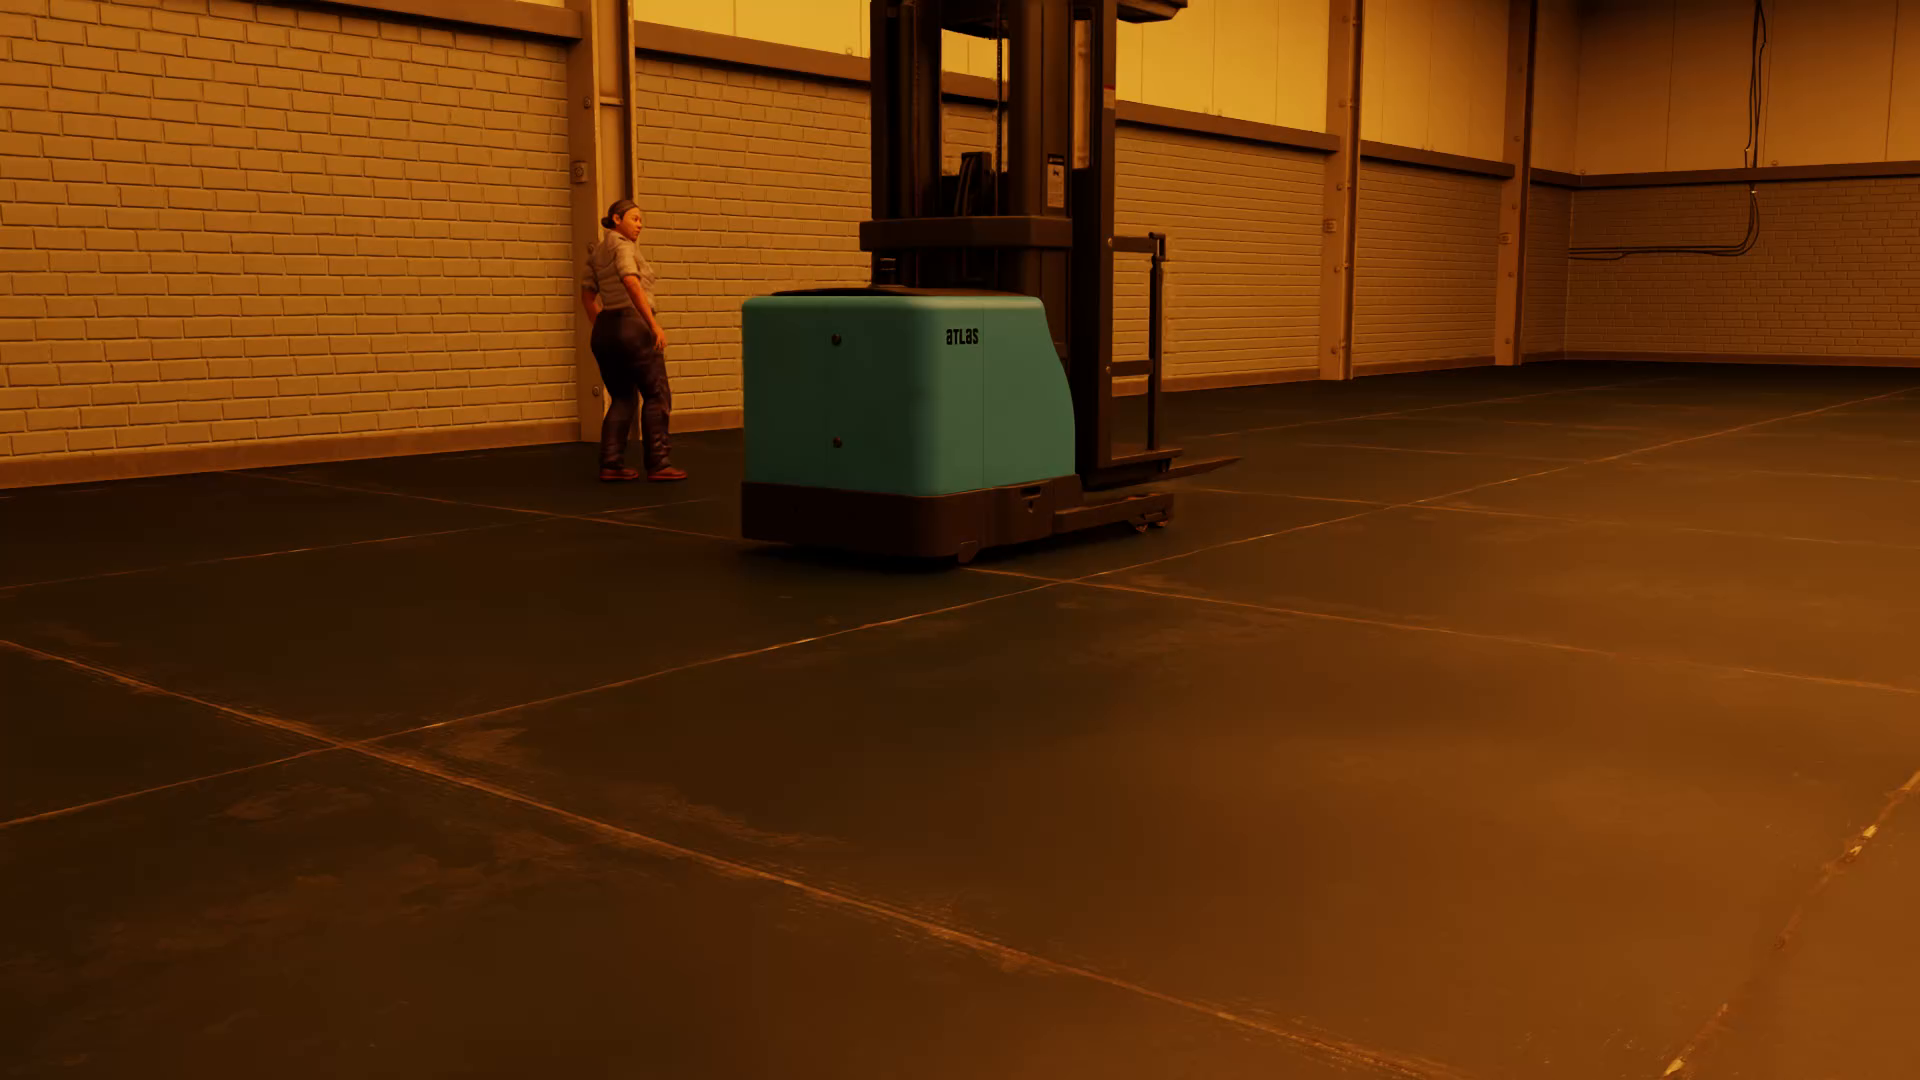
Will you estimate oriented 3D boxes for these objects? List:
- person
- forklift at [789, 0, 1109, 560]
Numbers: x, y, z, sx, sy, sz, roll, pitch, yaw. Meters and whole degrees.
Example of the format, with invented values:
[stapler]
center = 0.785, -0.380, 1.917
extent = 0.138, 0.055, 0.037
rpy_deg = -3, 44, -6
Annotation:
[person]
center = -1.925, -1.158, 9.693
extent = 0.536, 1.637, 0.374
rpy_deg = 7, 11, 41
[forklift]
center = 0.101, -1.540, 7.809
extent = 1.130, 2.935, 3.031
rpy_deg = 2, 8, 11
